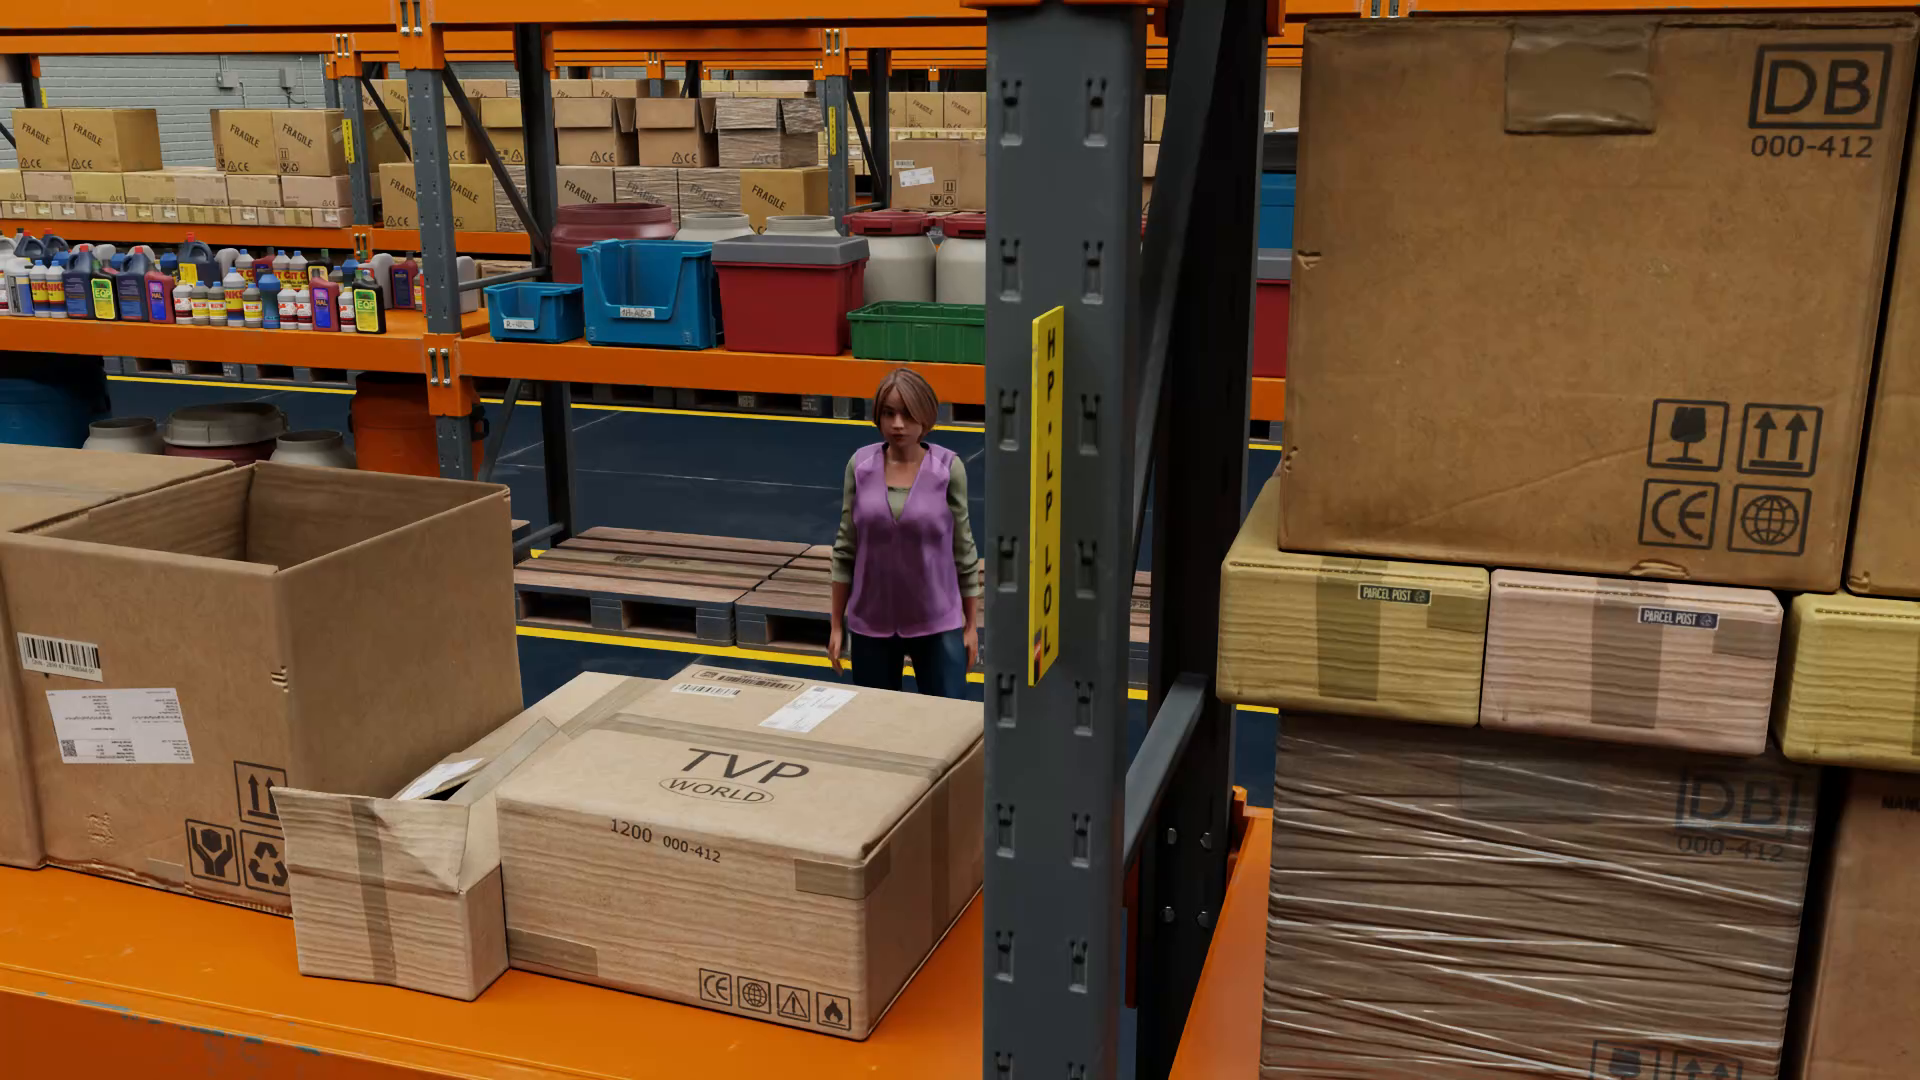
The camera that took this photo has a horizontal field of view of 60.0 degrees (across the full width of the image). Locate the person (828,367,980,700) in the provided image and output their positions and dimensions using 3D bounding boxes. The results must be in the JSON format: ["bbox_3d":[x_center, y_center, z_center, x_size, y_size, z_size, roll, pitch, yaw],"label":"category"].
[{"bbox_3d":[-0.165,0.271,5.001,0.438,1.598,0.481,3,16,10],"label":"person"}]
